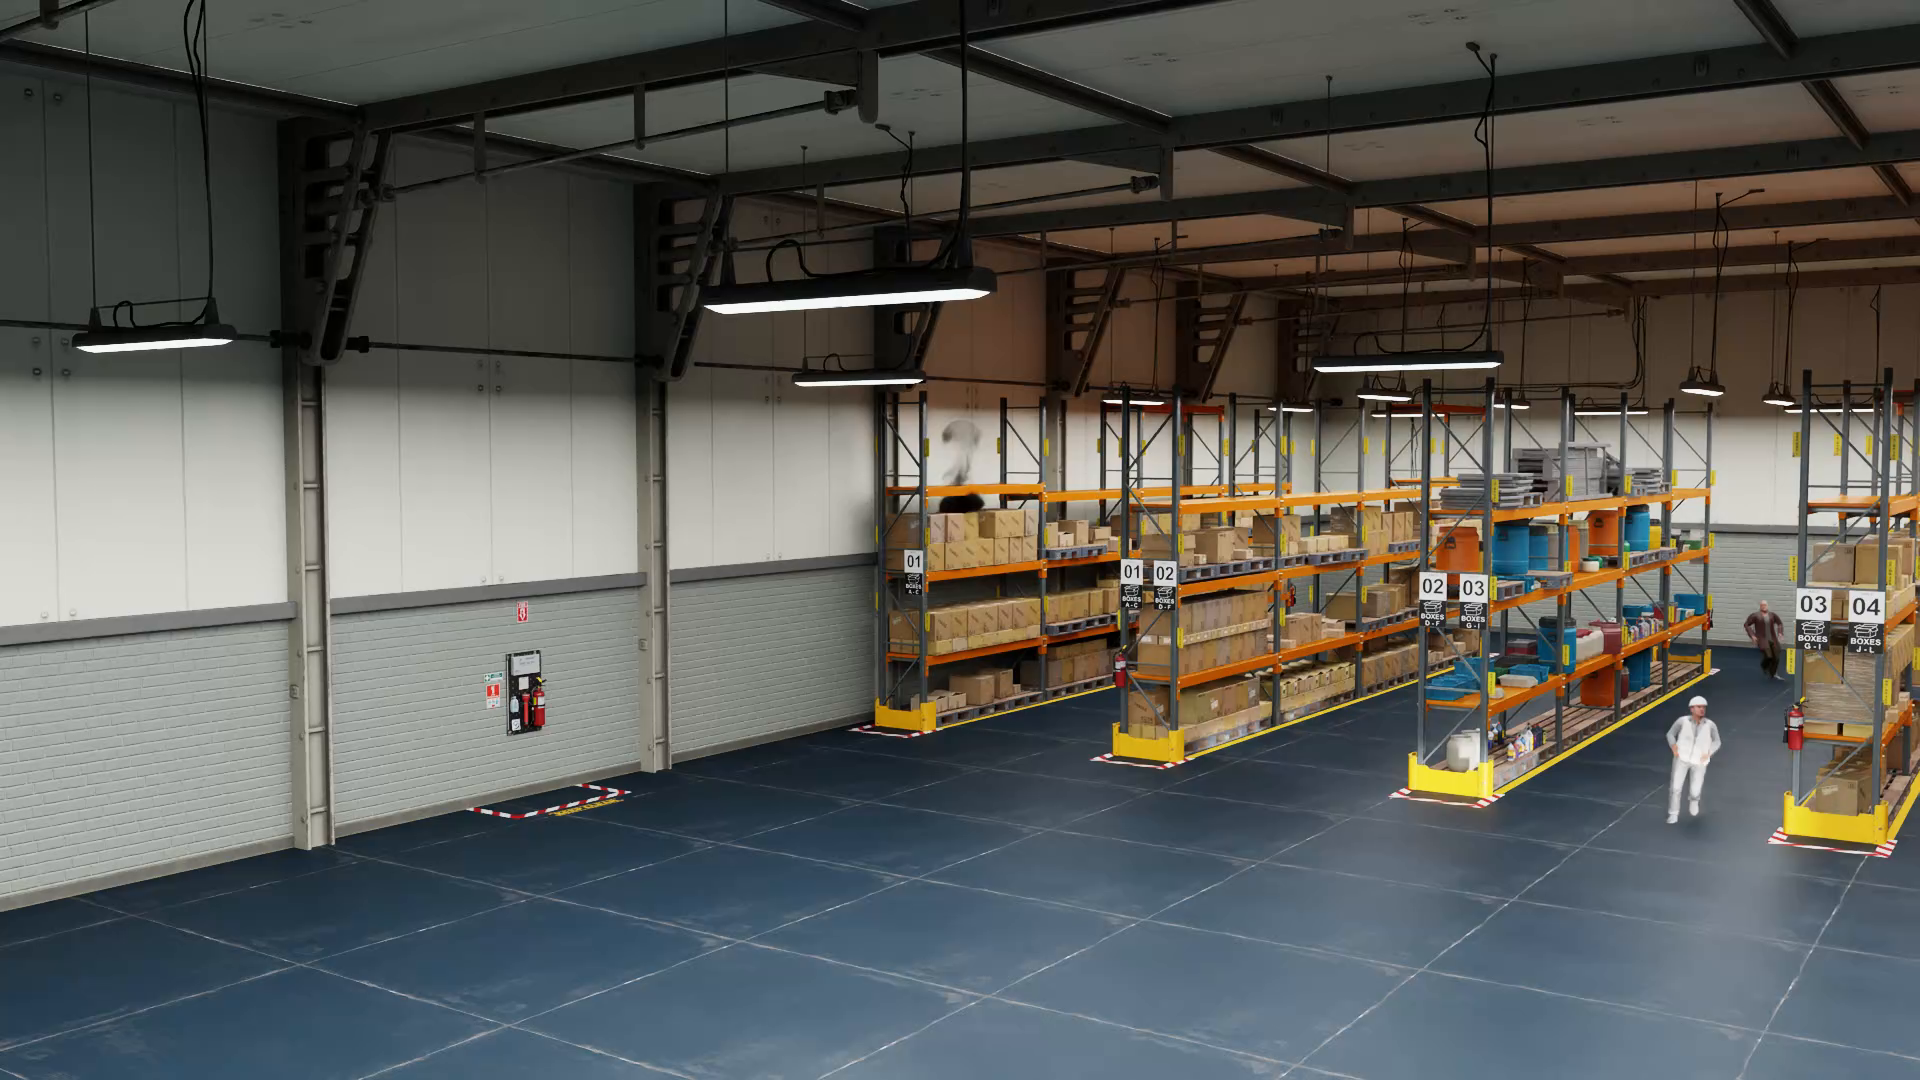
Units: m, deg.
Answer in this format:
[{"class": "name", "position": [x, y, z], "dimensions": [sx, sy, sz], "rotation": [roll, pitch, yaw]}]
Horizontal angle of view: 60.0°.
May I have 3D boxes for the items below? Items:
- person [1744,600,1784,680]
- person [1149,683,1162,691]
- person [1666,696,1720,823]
[{"class": "person", "position": [17.373, 2.160, 35.845], "dimensions": [0.772, 1.712, 0.550], "rotation": [0, 3, 2]}, {"class": "person", "position": [3.732, 2.434, 30.949], "dimensions": [0.709, 1.765, 0.824], "rotation": [2, 4, 26]}, {"class": "person", "position": [9.791, 2.930, 22.226], "dimensions": [0.666, 1.700, 0.566], "rotation": [2, 4, 26]}]
